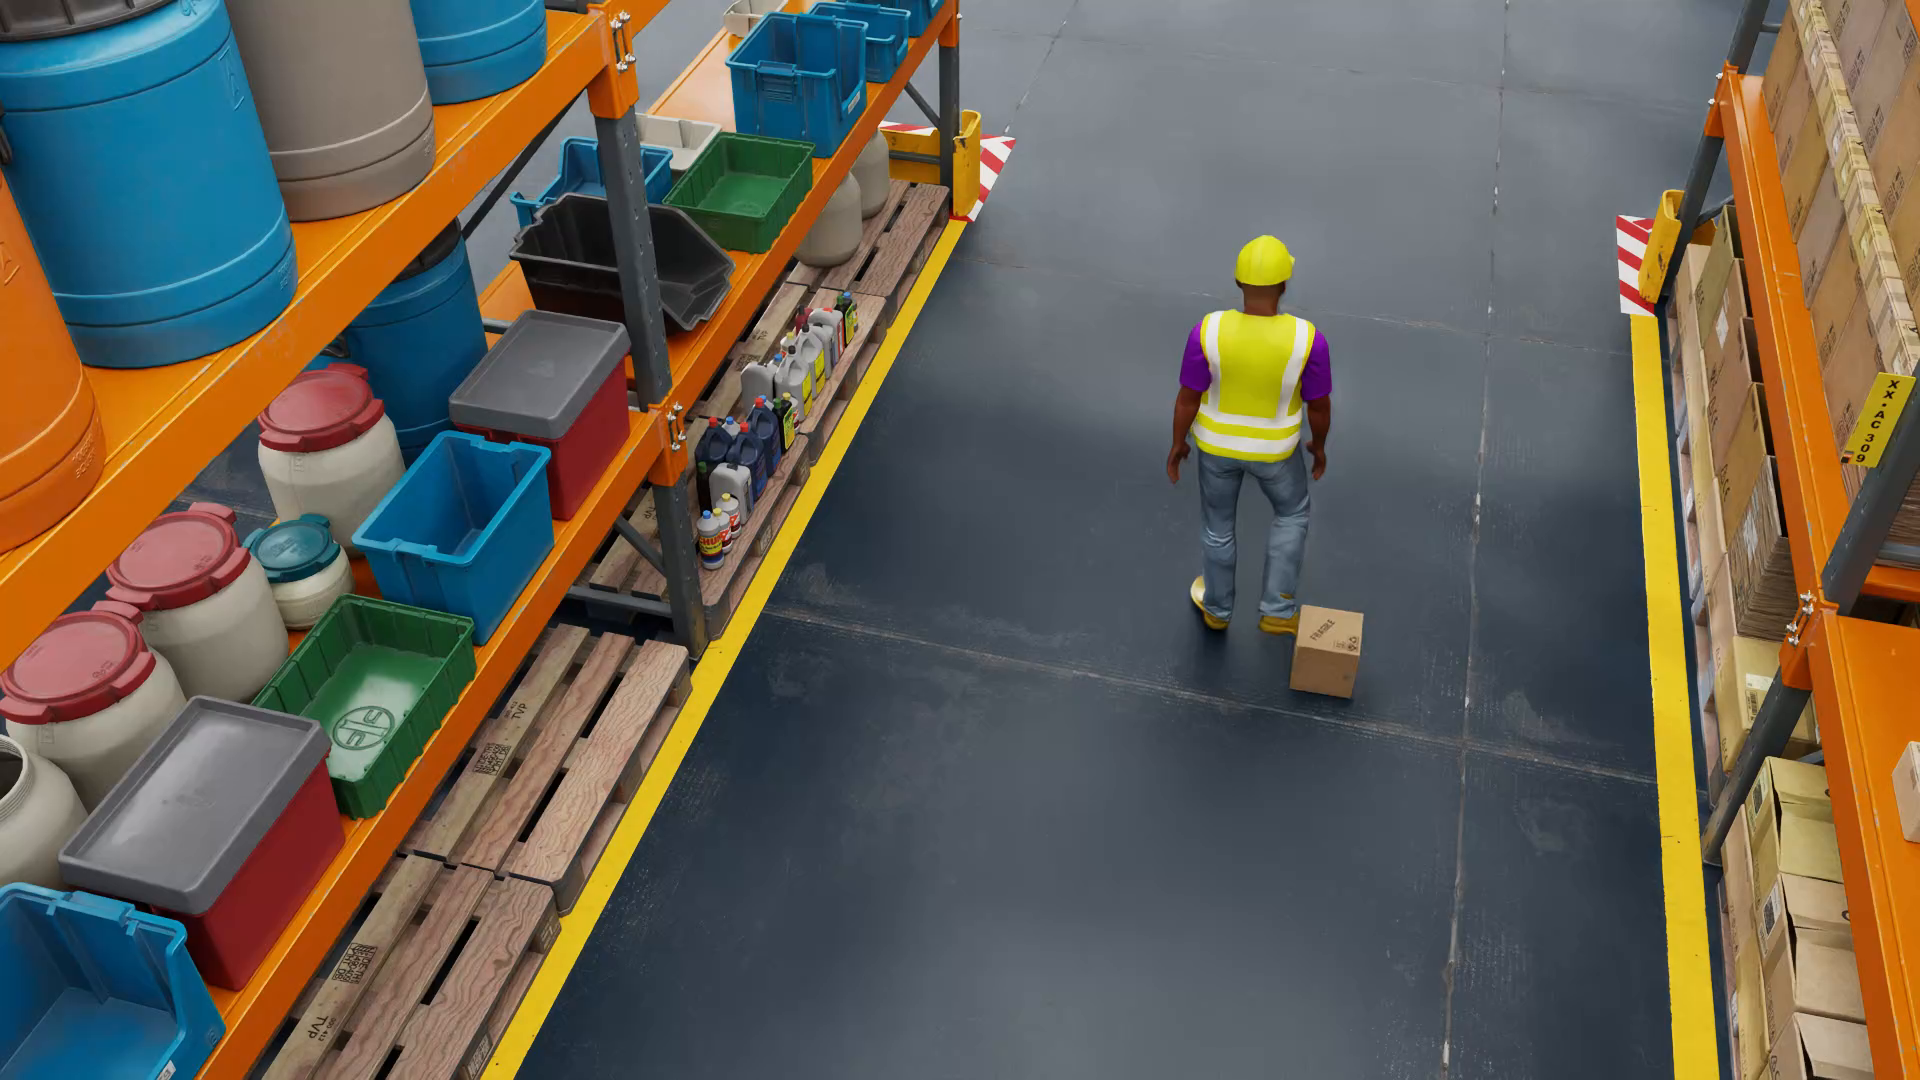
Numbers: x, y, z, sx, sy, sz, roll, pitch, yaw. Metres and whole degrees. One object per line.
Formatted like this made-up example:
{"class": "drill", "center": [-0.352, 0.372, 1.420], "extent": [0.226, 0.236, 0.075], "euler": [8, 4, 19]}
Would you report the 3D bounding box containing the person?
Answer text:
{"class": "person", "center": [1.180, -0.352, 6.525], "extent": [0.717, 1.757, 0.523], "euler": [8, 41, 9]}
